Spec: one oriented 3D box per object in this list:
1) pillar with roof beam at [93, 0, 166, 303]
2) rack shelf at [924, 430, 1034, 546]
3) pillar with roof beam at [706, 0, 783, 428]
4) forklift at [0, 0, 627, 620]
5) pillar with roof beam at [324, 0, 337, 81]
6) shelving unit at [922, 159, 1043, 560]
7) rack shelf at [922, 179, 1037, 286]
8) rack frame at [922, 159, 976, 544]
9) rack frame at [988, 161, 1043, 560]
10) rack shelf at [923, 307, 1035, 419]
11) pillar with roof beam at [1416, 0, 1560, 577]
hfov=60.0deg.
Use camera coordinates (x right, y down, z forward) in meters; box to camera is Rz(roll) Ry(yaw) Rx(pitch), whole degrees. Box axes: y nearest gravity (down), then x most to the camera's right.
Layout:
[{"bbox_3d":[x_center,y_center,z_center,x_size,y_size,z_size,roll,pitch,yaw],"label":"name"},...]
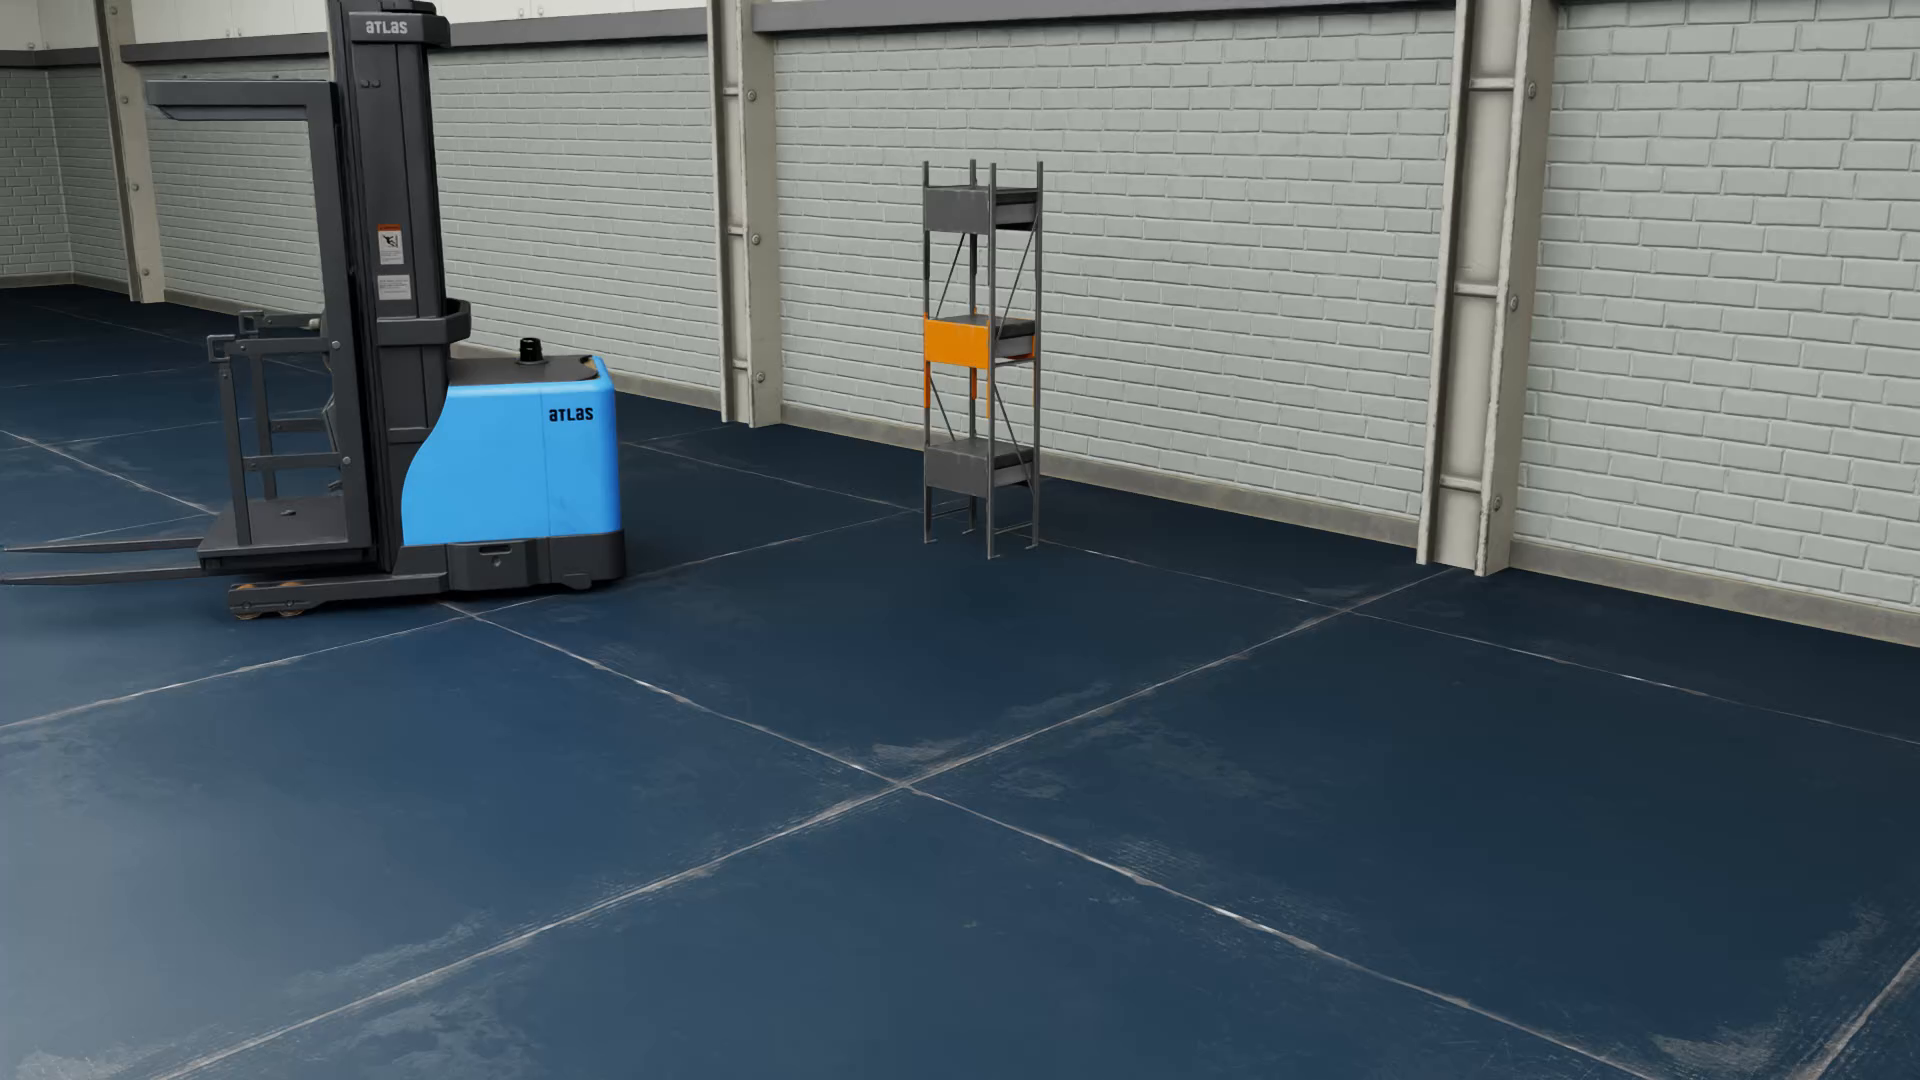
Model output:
[{"bbox_3d":[-13.242,-6.594,16.890,0.400,9.000,9.100,14,20,42],"label":"pillar with roof beam"},{"bbox_3d":[0.119,-0.297,9.236,0.480,0.518,0.431,14,20,42],"label":"rack shelf"},{"bbox_3d":[-4.604,-4.493,8.830,0.400,9.000,9.100,14,20,42],"label":"pillar with roof beam"},{"bbox_3d":[-3.277,-1.184,8.165,3.031,2.935,1.130,-4,15,-15],"label":"forklift"},{"bbox_3d":[-8.923,-5.544,12.860,0.400,9.000,9.100,14,20,42],"label":"pillar with roof beam"},{"bbox_3d":[0.119,-0.987,9.056,0.503,2.100,0.431,14,20,42],"label":"shelving unit"},{"bbox_3d":[0.119,-1.651,8.883,0.480,0.518,0.431,14,20,42],"label":"rack shelf"},{"bbox_3d":[-0.056,-1.030,9.220,0.015,2.100,0.400,14,20,42],"label":"rack frame"},{"bbox_3d":[0.295,-0.944,8.892,0.015,2.100,0.400,14,20,42],"label":"rack frame"},{"bbox_3d":[0.119,-0.974,9.060,0.480,0.518,0.431,14,20,42],"label":"rack shelf"},{"bbox_3d":[-0.285,-3.443,4.800,0.400,9.000,9.100,14,20,42],"label":"pillar with roof beam"}]
